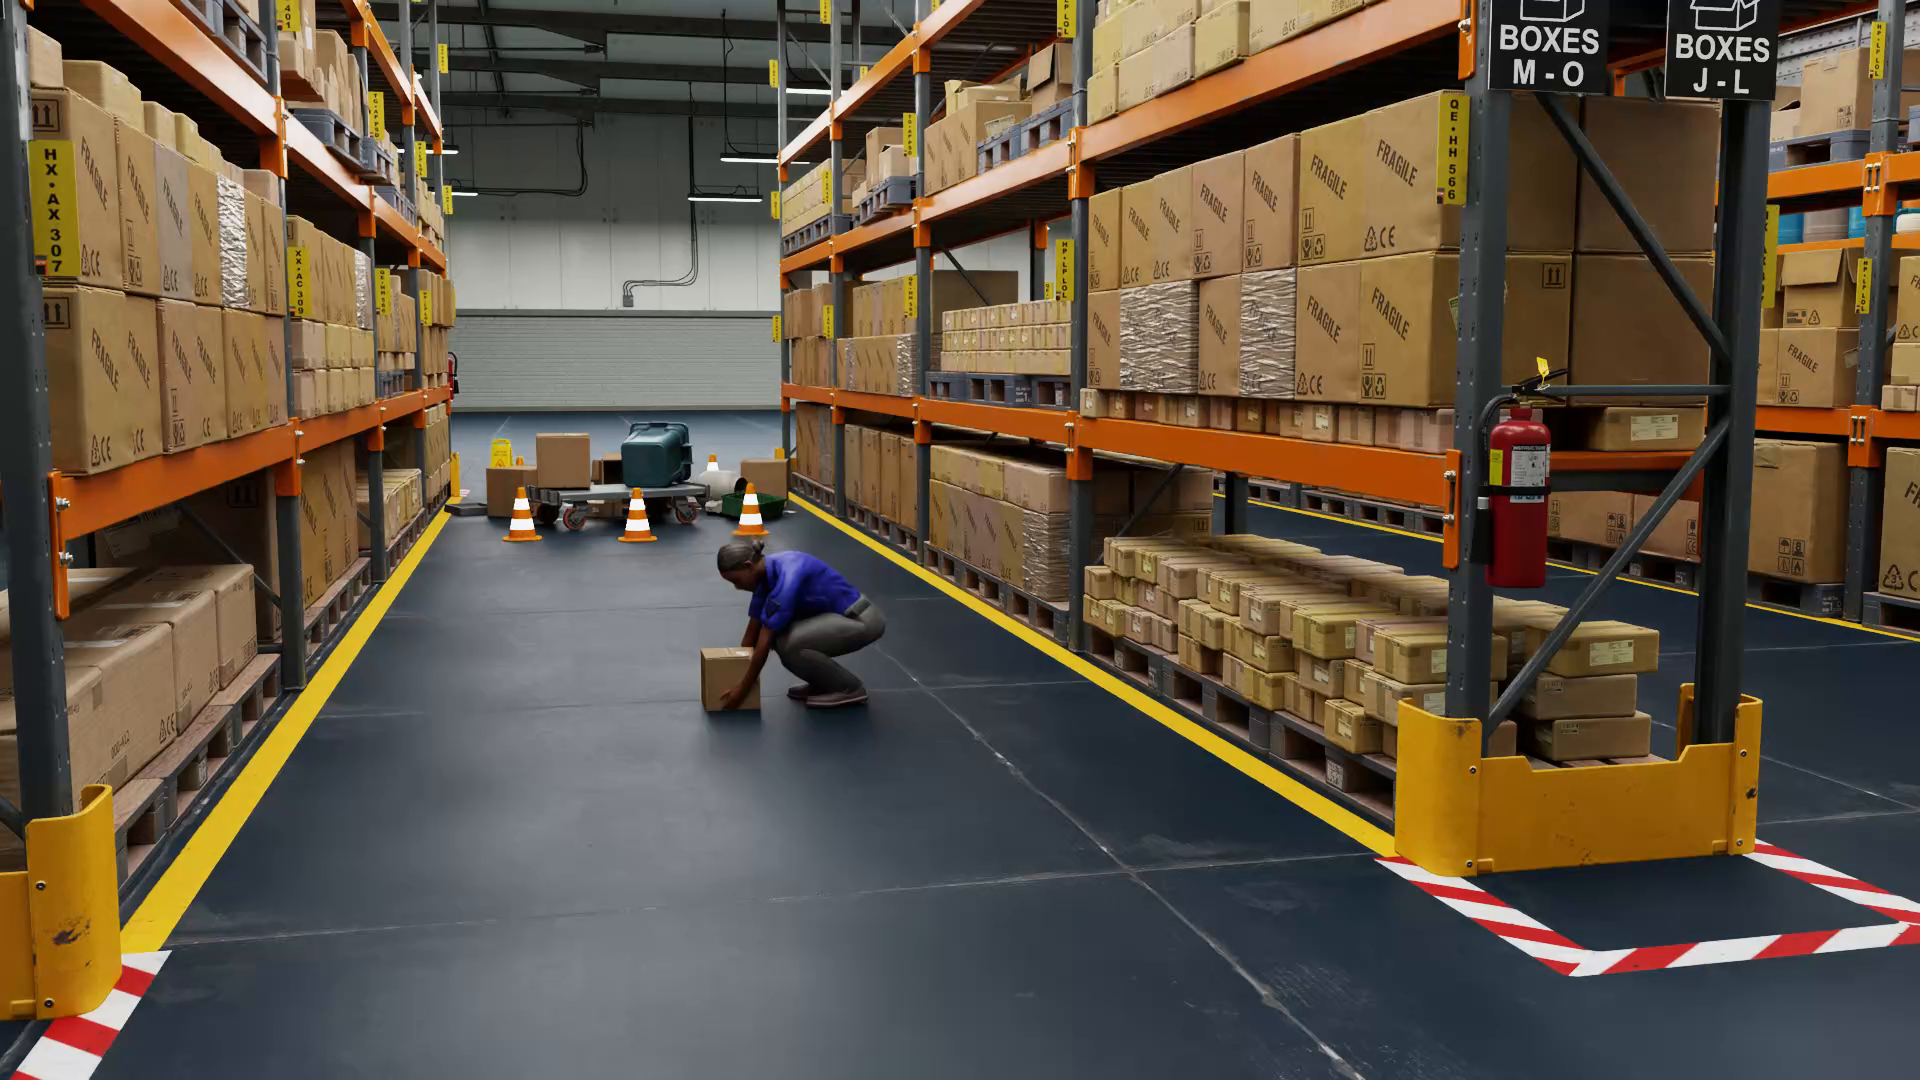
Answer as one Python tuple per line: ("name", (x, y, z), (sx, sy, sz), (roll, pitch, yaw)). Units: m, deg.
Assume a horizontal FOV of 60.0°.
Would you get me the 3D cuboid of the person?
("person", (-0.746, 0.388, 7.786), (0.807, 0.812, 0.471), (-2, 6, -14))
